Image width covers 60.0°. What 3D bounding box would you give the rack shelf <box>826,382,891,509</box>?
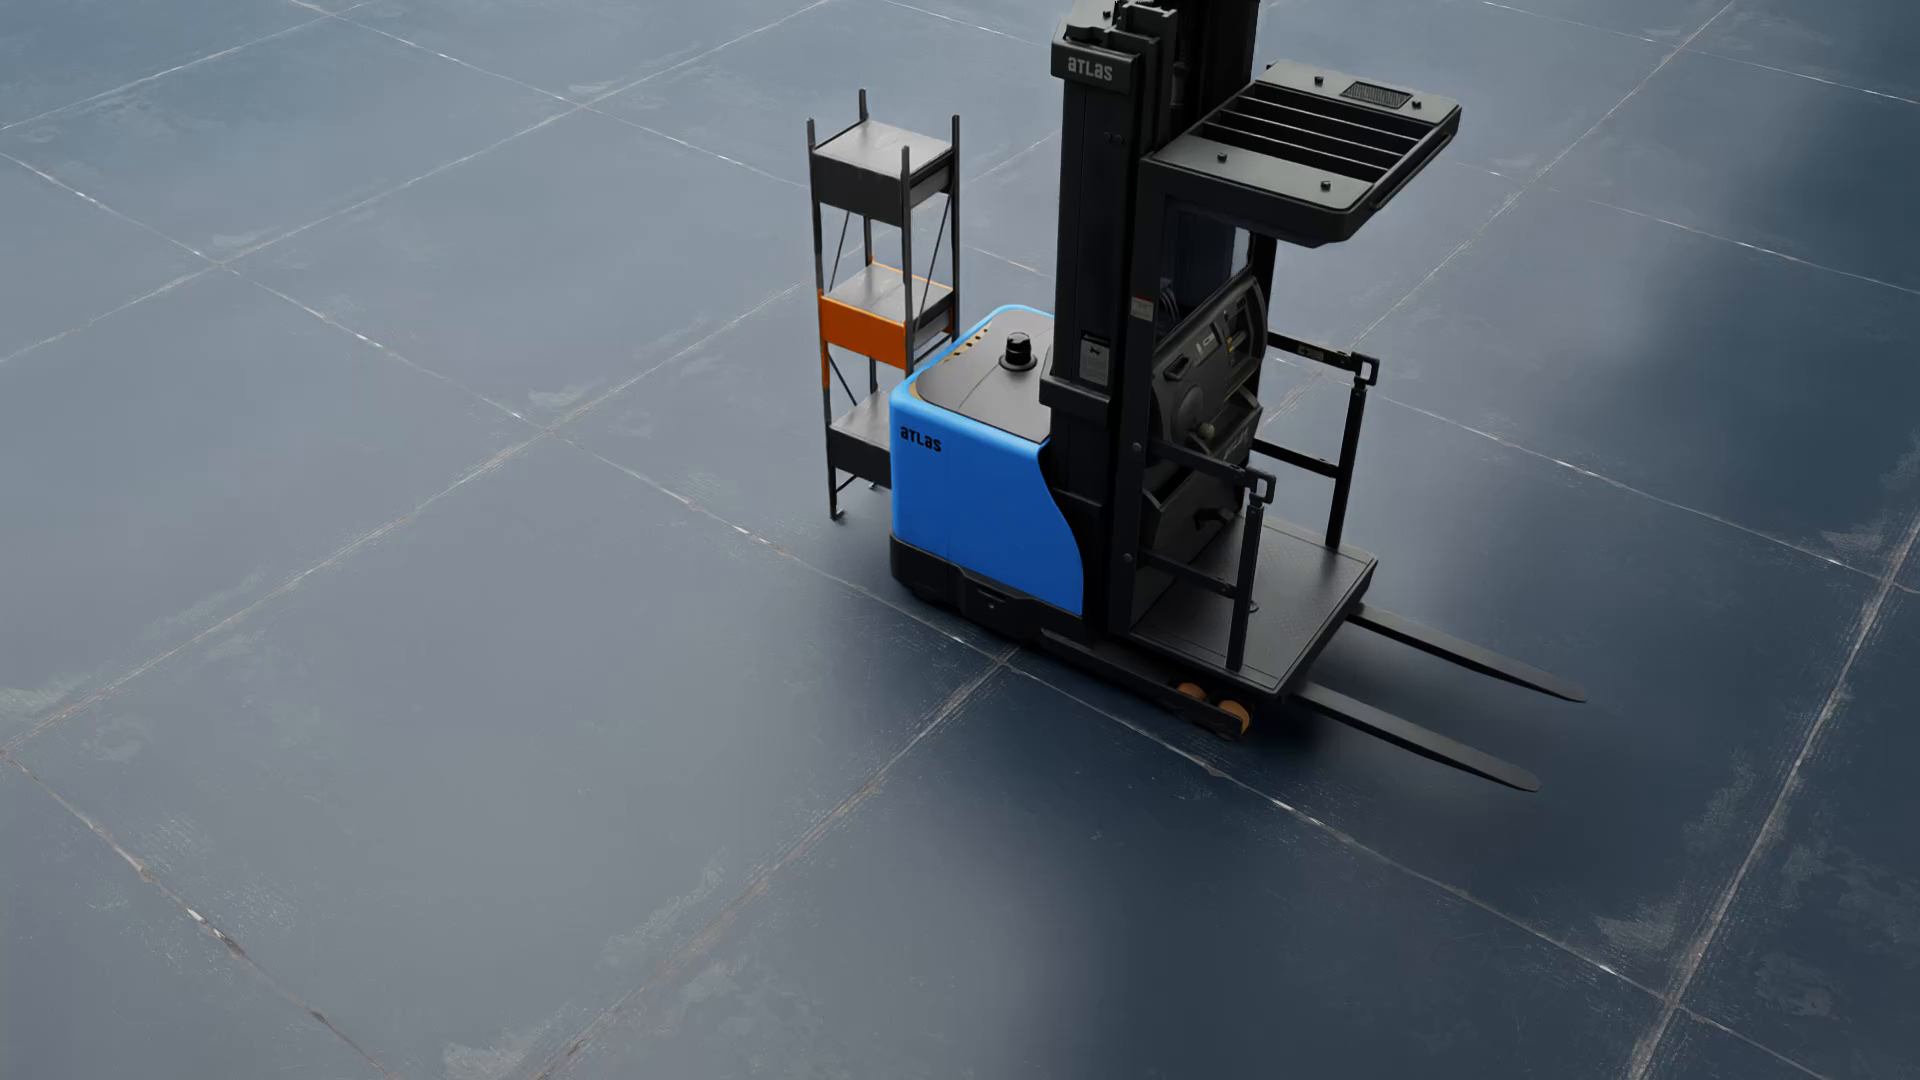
[{"bbox_3d":[-0.322,-0.383,8.055,0.480,0.518,0.431,22,43,26],"label":"rack shelf"}]

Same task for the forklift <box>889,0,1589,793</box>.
[{"bbox_3d":[1.182,-0.685,6.609,3.031,2.935,1.130,22,43,26],"label":"forklift"}]

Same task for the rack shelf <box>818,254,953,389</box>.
[{"bbox_3d":[-0.322,-0.934,7.623,0.480,0.518,0.431,22,43,26],"label":"rack shelf"}]

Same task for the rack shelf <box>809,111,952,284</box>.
[{"bbox_3d":[-0.322,-1.486,7.192,0.480,0.518,0.431,22,43,26],"label":"rack shelf"}]

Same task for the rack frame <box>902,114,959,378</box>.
[{"bbox_3d":[-0.120,-0.861,7.508,0.015,2.100,0.400,22,43,26],"label":"rack frame"}]

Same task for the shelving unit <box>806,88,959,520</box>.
[{"bbox_3d":[-0.322,-0.945,7.615,0.503,2.100,0.431,22,43,26],"label":"shelving unit"}]

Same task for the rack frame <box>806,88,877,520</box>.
[{"bbox_3d":[-0.525,-1.029,7.722,0.015,2.100,0.400,22,43,26],"label":"rack frame"}]
